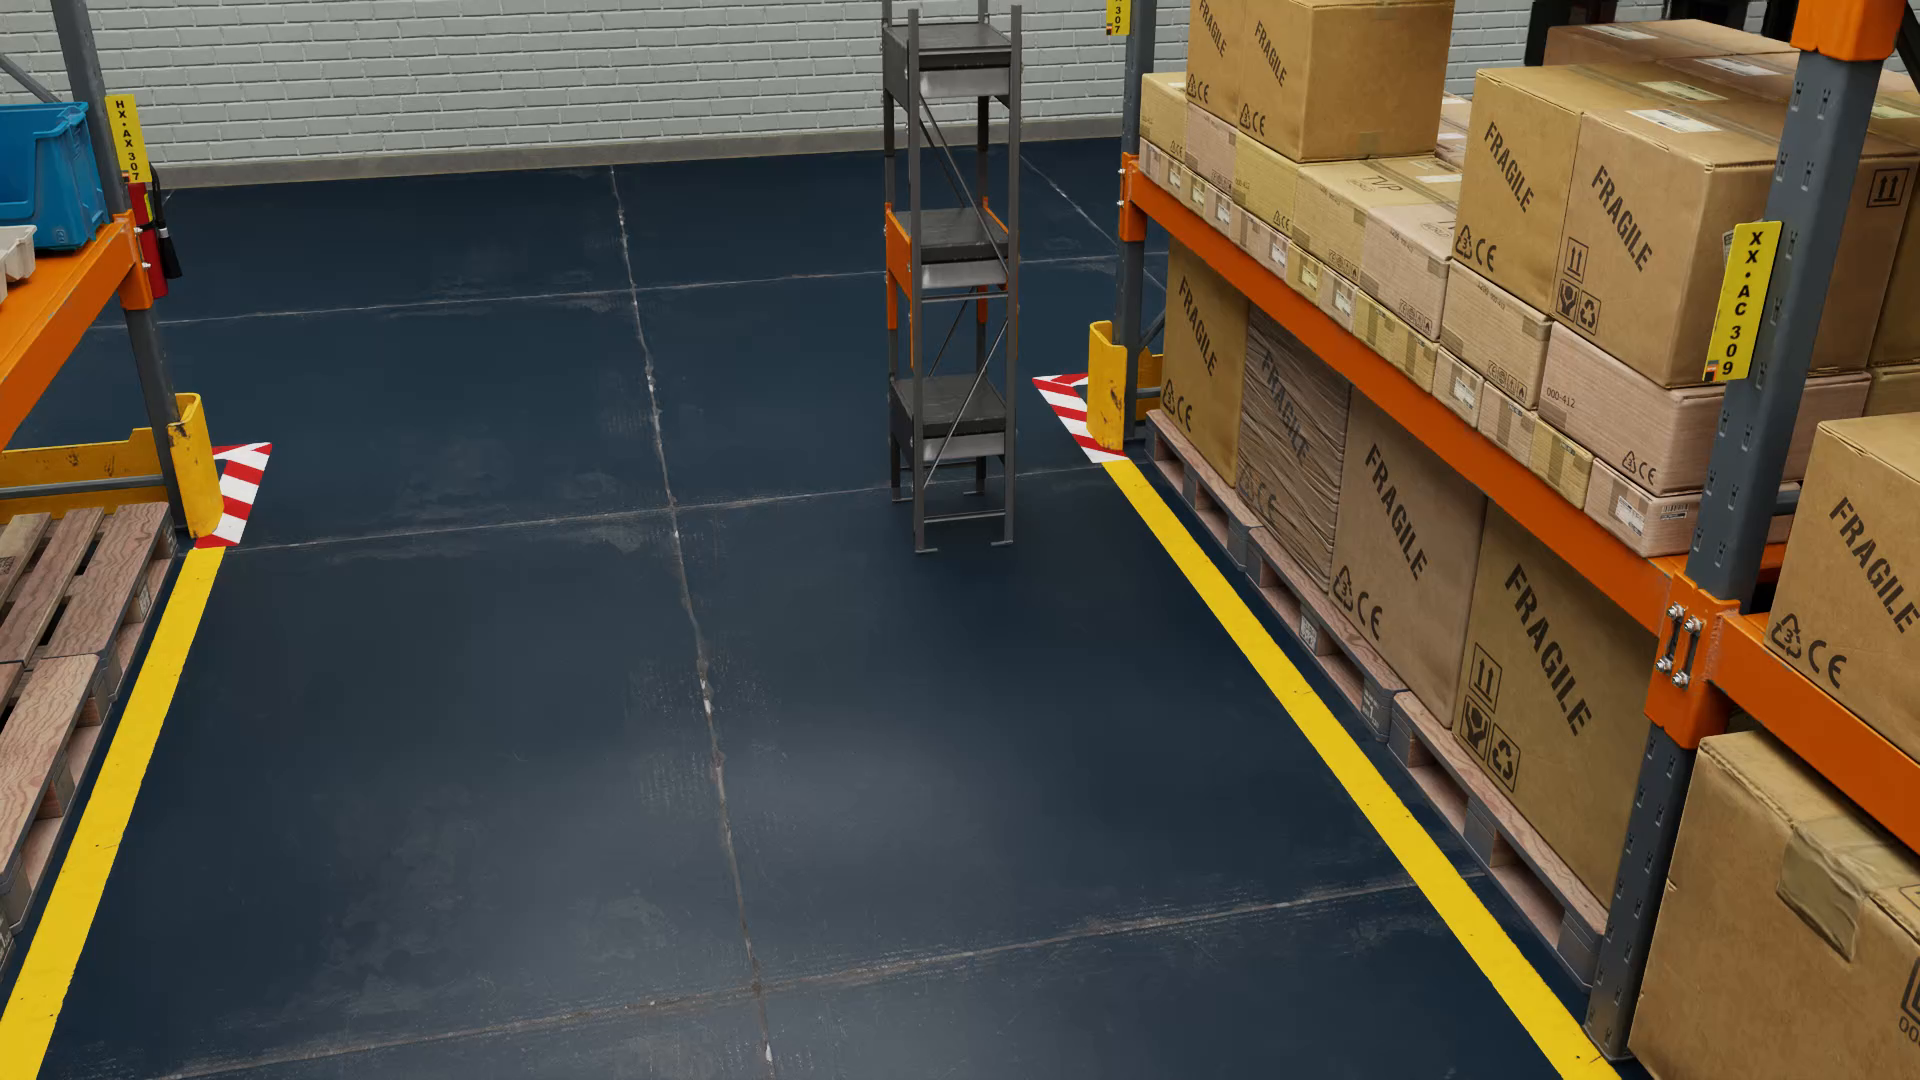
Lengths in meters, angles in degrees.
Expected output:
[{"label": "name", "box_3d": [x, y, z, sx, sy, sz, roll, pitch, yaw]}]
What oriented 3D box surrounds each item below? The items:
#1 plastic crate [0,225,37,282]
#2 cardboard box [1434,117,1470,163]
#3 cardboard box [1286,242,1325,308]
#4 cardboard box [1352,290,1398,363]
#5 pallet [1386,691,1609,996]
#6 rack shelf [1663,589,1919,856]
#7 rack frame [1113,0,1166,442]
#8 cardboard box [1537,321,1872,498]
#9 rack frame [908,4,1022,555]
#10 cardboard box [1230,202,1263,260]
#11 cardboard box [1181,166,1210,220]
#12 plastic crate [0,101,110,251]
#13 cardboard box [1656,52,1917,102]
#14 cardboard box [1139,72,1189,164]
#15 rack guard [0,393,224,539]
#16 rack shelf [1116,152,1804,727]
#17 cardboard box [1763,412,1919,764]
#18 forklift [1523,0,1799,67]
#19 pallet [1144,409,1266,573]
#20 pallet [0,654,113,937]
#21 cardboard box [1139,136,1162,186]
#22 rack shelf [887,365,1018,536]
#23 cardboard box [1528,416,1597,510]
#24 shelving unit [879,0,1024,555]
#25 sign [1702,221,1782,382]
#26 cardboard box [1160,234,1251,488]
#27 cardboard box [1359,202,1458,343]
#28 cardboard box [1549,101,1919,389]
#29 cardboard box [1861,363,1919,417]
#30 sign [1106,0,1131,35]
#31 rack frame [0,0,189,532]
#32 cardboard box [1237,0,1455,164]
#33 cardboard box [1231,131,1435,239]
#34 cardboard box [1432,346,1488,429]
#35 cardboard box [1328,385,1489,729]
[{"label": "plastic crate", "box_3d": [-3.273, -0.929, 5.487, 0.396, 0.136, 0.243, -6, 27, -12]}, {"label": "cardboard box", "box_3d": [1.789, -1.296, 5.825, 0.500, 0.250, 0.500, -7, 28, -13]}, {"label": "cardboard box", "box_3d": [1.299, -0.886, 5.455, 0.380, 0.149, 0.250, -7, 28, -13]}, {"label": "cardboard box", "box_3d": [1.416, -0.659, 5.005, 0.380, 0.149, 0.250, -6, 27, -12]}, {"label": "pallet", "box_3d": [1.999, 0.797, 4.937, 1.003, 0.211, 1.213, -6, 27, -12]}, {"label": "rack shelf", "box_3d": [2.544, 1.093, 2.054, 1.077, 0.370, 4.000, -6, 27, -12]}, {"label": "rack frame", "box_3d": [1.192, -1.862, 7.111, 1.000, 3.000, 0.127, -6, 27, -12]}, {"label": "cardboard box", "box_3d": [1.738, -0.339, 3.930, 0.500, 0.250, 0.500, -6, 27, -13]}, {"label": "rack frame", "box_3d": [0.018, -0.903, 6.209, 0.400, 2.100, 0.015, -6, 27, -12]}, {"label": "cardboard box", "box_3d": [1.184, -1.110, 5.899, 0.380, 0.149, 0.250, -6, 27, -13]}, {"label": "cardboard box", "box_3d": [1.068, -1.336, 6.347, 0.380, 0.149, 0.250, -7, 28, -13]}, {"label": "plastic crate", "box_3d": [-3.376, -1.274, 5.839, 0.616, 0.435, 0.499, -6, 27, -12]}, {"label": "cardboard box", "box_3d": [2.131, -0.960, 4.327, 0.500, 0.500, 0.500, -6, 27, -12]}, {"label": "cardboard box", "box_3d": [1.037, -1.690, 6.606, 0.500, 0.250, 0.500, -7, 28, -13]}, {"label": "rack guard", "box_3d": [-3.651, -0.253, 6.696, 1.175, 0.500, 0.348, -6, 27, -12]}, {"label": "rack shelf", "box_3d": [1.643, -0.663, 5.533, 1.077, 0.370, 4.000, -6, 27, -12]}, {"label": "cardboard box", "box_3d": [1.954, 0.076, 3.159, 0.500, 0.500, 0.500, -6, 27, -11]}, {"label": "forklift", "box_3d": [3.067, -1.669, 6.805, 1.130, 2.935, 3.031, -10, 28, -18]}, {"label": "pallet", "box_3d": [1.449, -0.274, 7.059, 1.003, 0.211, 1.213, -6, 27, -12]}, {"label": "pallet", "box_3d": [-3.214, 0.786, 4.958, 1.003, 0.211, 1.213, -6, 27, -12]}, {"label": "cardboard box", "box_3d": [0.951, -1.561, 6.792, 0.380, 0.149, 0.250, -6, 27, -11]}, {"label": "rack shelf", "box_3d": [-0.037, -0.373, 6.742, 0.431, 0.518, 0.480, -6, 27, -12]}, {"label": "cardboard box", "box_3d": [1.647, -0.208, 4.112, 0.380, 0.149, 0.250, -5, 27, -11]}, {"label": "shelving unit", "box_3d": [-0.037, -1.010, 6.421, 0.431, 2.100, 0.503, -6, 27, -12]}, {"label": "sign", "box_3d": [1.553, -0.471, 3.306, 0.100, 0.325, 0.005, -6, 27, -12]}, {"label": "cardboard box", "box_3d": [1.414, -0.828, 6.954, 0.875, 0.875, 0.875, -6, 27, -12]}, {"label": "cardboard box", "box_3d": [1.504, -0.790, 4.823, 0.500, 0.250, 0.500, -5, 27, -11]}, {"label": "cardboard box", "box_3d": [1.730, -0.682, 3.775, 0.500, 0.500, 0.500, -5, 27, -10]}, {"label": "cardboard box", "box_3d": [2.243, -0.405, 4.060, 0.500, 0.250, 0.500, -6, 27, -13]}, {"label": "sign", "box_3d": [0.650, -2.230, 6.791, 0.100, 0.325, 0.005, -6, 27, -12]}, {"label": "rack frame", "box_3d": [-3.633, -1.359, 6.114, 1.000, 3.000, 0.127, -6, 27, -12]}, {"label": "cardboard box", "box_3d": [1.273, -1.578, 5.552, 0.500, 0.500, 0.500, -7, 28, -13]}, {"label": "cardboard box", "box_3d": [1.271, -1.241, 5.717, 0.500, 0.250, 0.500, -7, 28, -13]}, {"label": "cardboard box", "box_3d": [1.532, -0.433, 4.558, 0.380, 0.149, 0.250, -5, 27, -11]}, {"label": "cardboard box", "box_3d": [1.820, -0.038, 5.389, 0.875, 0.875, 0.875, -6, 27, -12]}]
